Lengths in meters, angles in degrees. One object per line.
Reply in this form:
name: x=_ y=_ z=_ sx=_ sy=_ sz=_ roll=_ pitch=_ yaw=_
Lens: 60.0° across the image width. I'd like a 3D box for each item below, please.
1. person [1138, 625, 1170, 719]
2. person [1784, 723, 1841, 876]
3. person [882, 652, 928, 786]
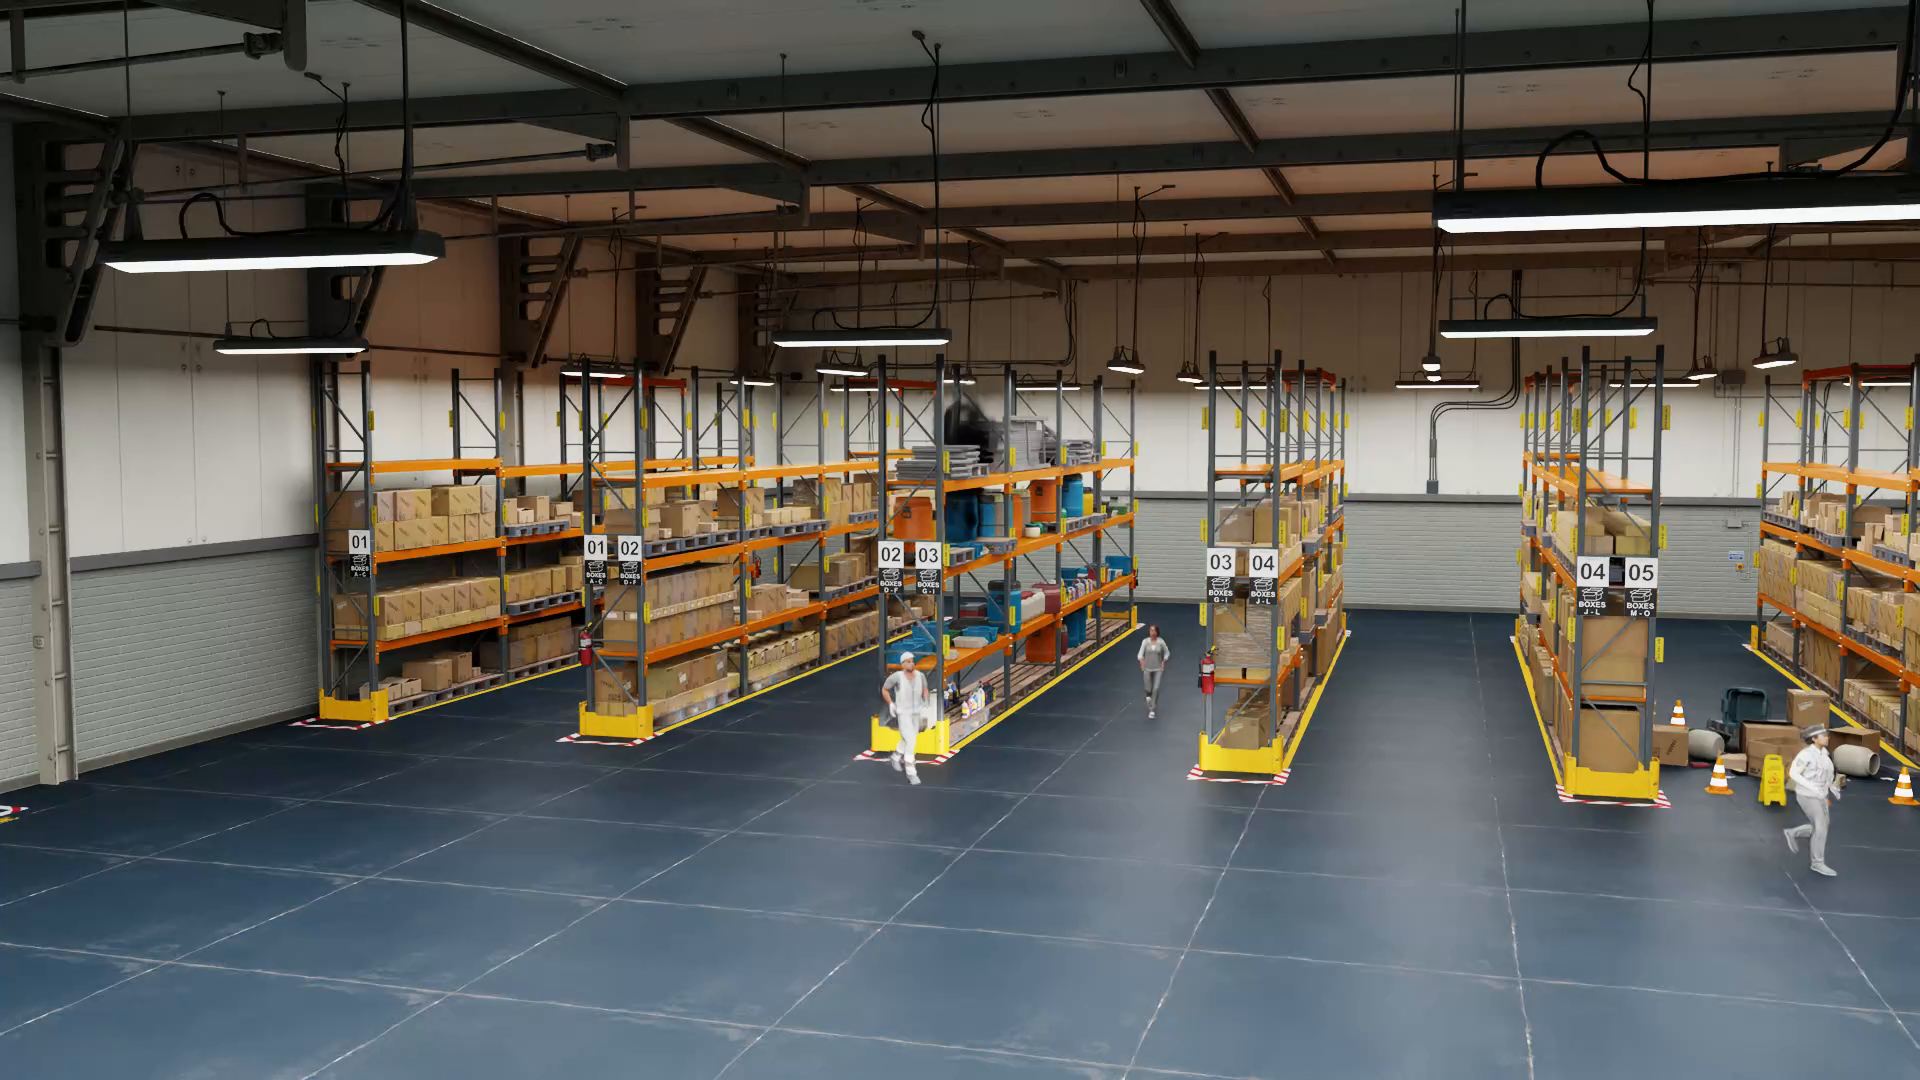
person: x=3.286 y=2.213 z=28.223 sx=0.536 sy=1.565 sz=0.651 roll=0 pitch=4 yaw=7
person: x=9.462 y=2.857 z=18.557 sx=0.618 sy=1.684 sz=0.676 roll=-3 pitch=5 yaw=-31
person: x=-0.744 y=2.448 z=23.206 sx=0.648 sy=1.820 sz=0.863 roll=-3 pitch=5 yaw=-34
